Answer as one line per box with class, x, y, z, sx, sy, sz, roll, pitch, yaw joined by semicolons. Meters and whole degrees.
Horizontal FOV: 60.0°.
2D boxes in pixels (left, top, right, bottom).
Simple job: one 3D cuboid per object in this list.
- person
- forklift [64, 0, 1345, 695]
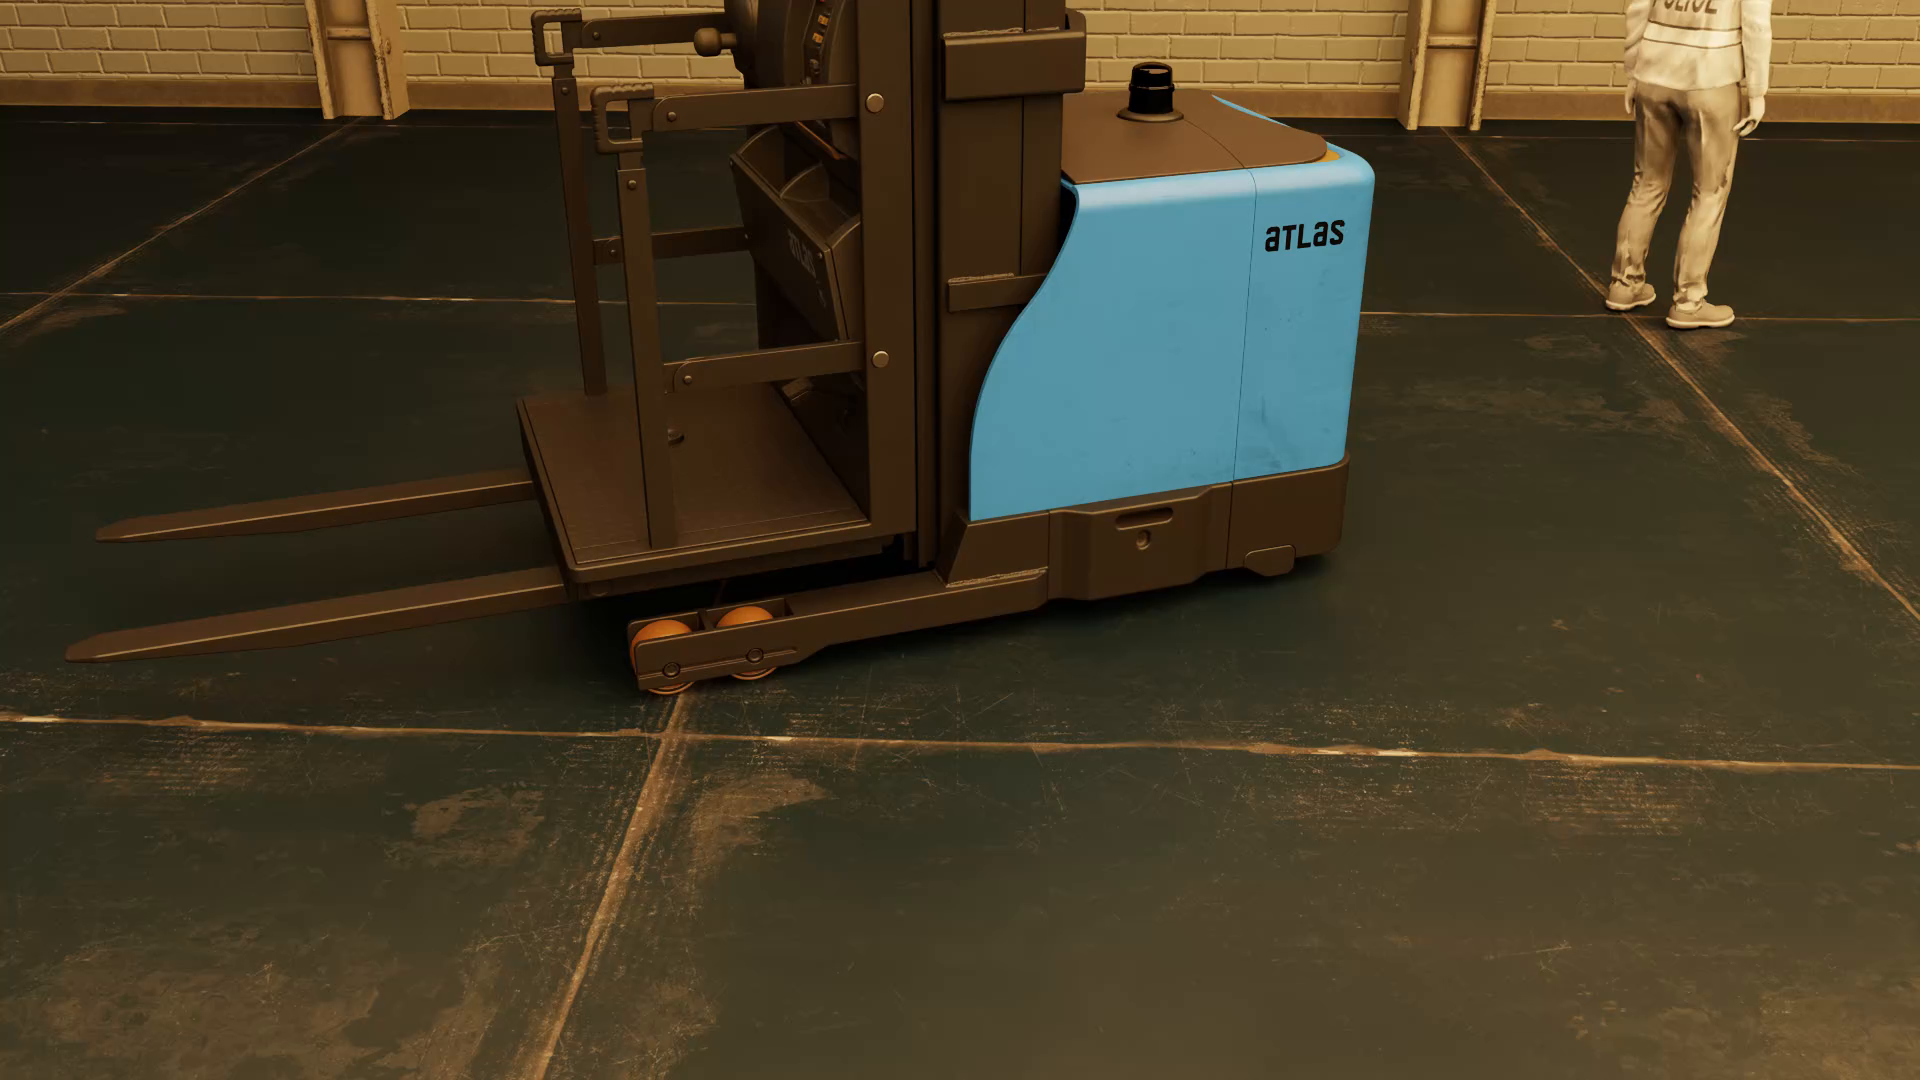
person;2.592;-1.599;5.886;0.373;1.662;0.537;-19;32;-34
forklift;-0.575;-1.226;3.694;3.031;2.935;1.121;-9;28;-17
